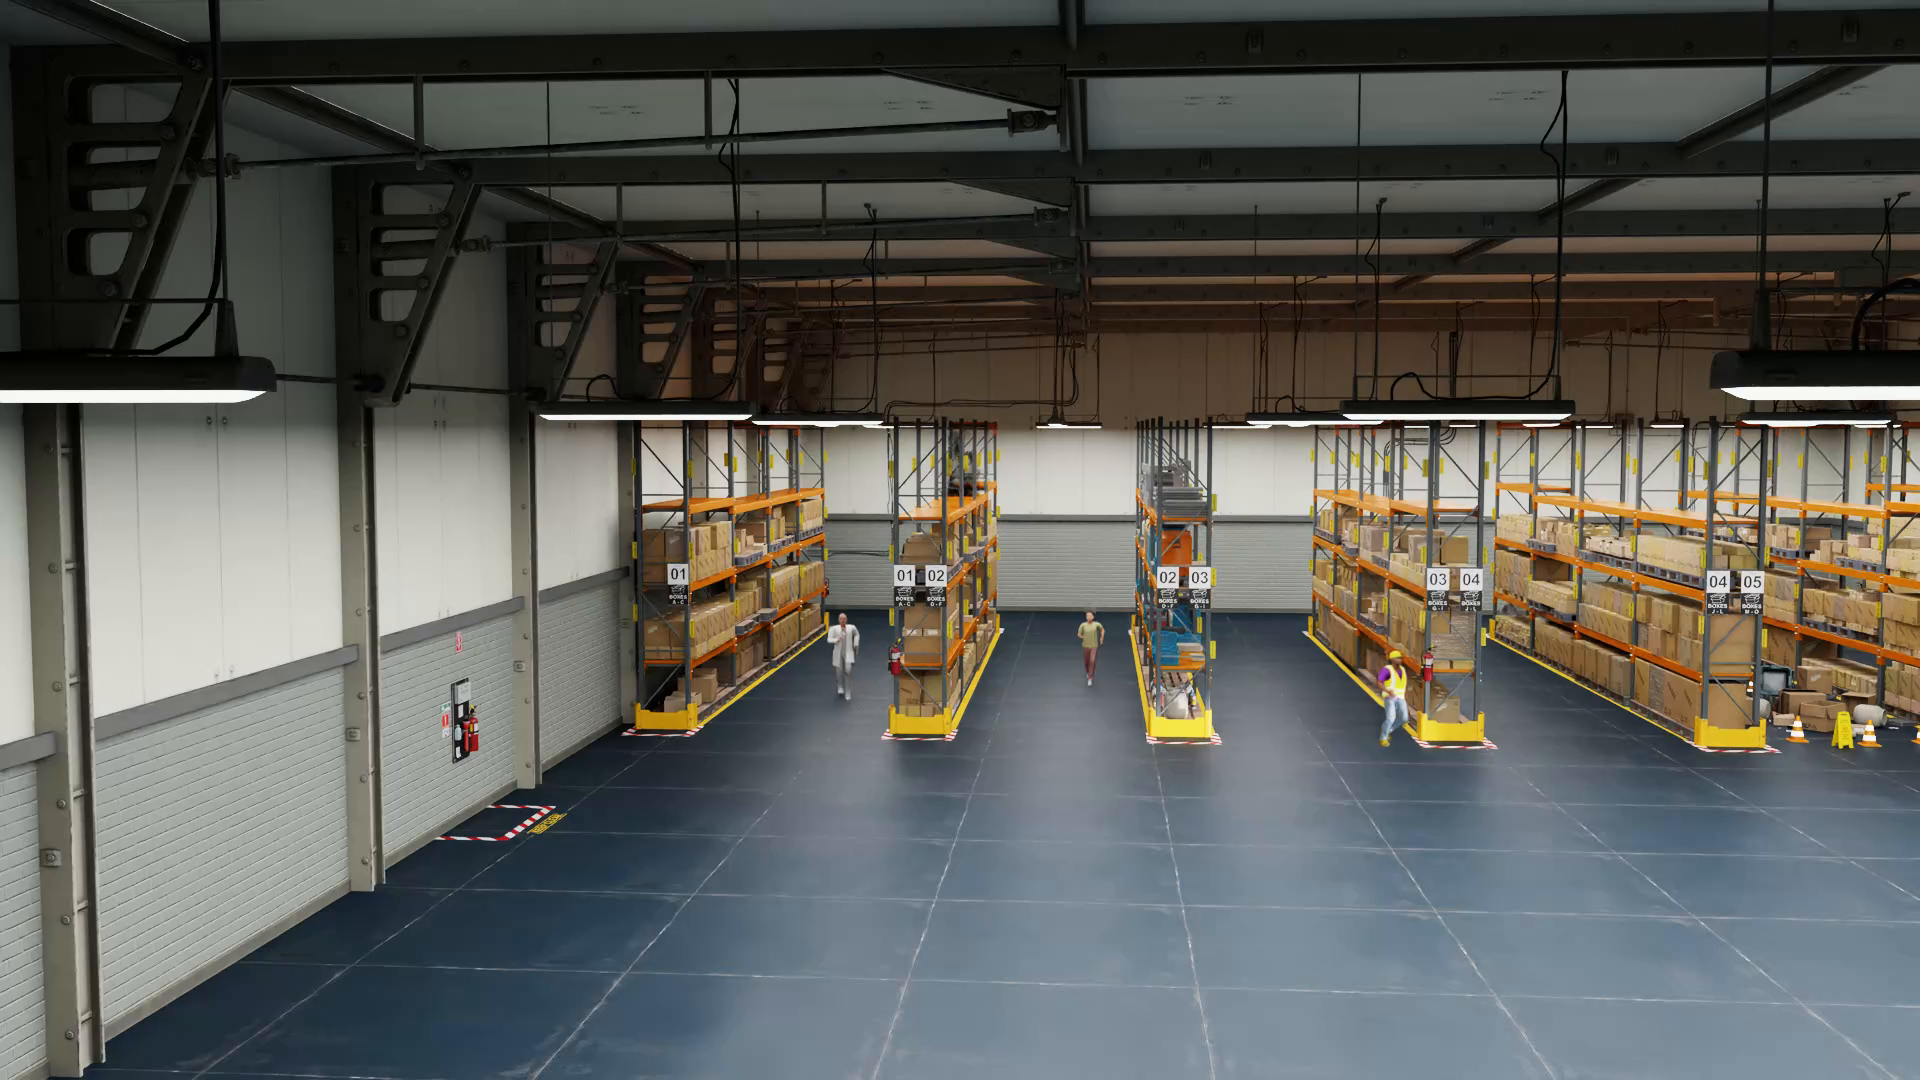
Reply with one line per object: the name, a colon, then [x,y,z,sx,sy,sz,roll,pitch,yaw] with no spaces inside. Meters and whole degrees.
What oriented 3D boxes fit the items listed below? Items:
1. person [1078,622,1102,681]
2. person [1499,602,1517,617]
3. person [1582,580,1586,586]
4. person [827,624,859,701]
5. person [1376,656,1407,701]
person: [2.938,2.503,37.623,0.536,1.307,0.880,1,4,11]
person: [15.755,2.045,47.601,0.783,1.199,0.494,1,4,12]
person: [17.957,1.895,47.294,0.818,1.547,0.539,0,4,-5]
person: [-2.509,2.599,35.770,0.677,1.639,0.850,0,4,-3]
person: [6.536,2.175,35.359,2.254,0.890,10.957,-2,4,-24]
